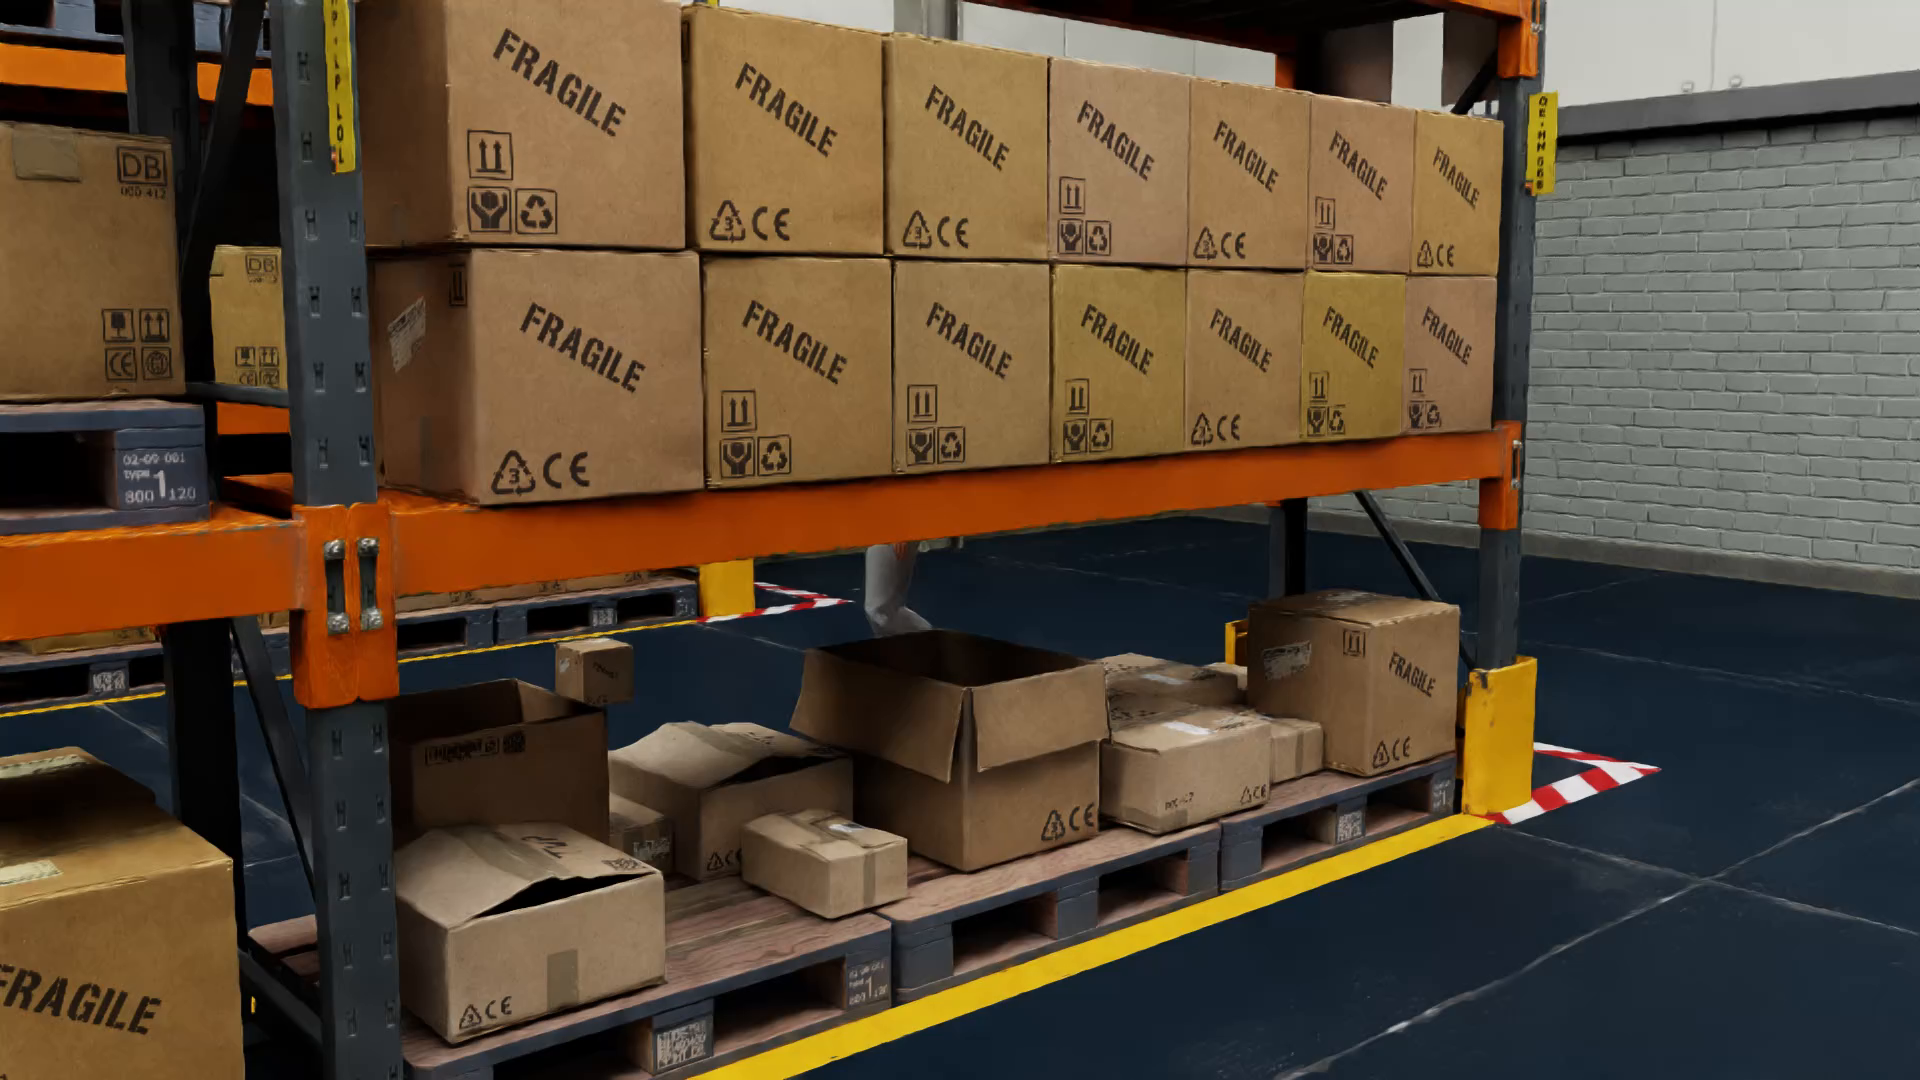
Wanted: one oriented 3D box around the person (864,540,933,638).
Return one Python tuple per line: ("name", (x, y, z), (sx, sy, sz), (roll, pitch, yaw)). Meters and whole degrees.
("person", (-0.196, -0.065, 6.796), (0.526, 1.663, 0.506), (-1, 8, -6))
